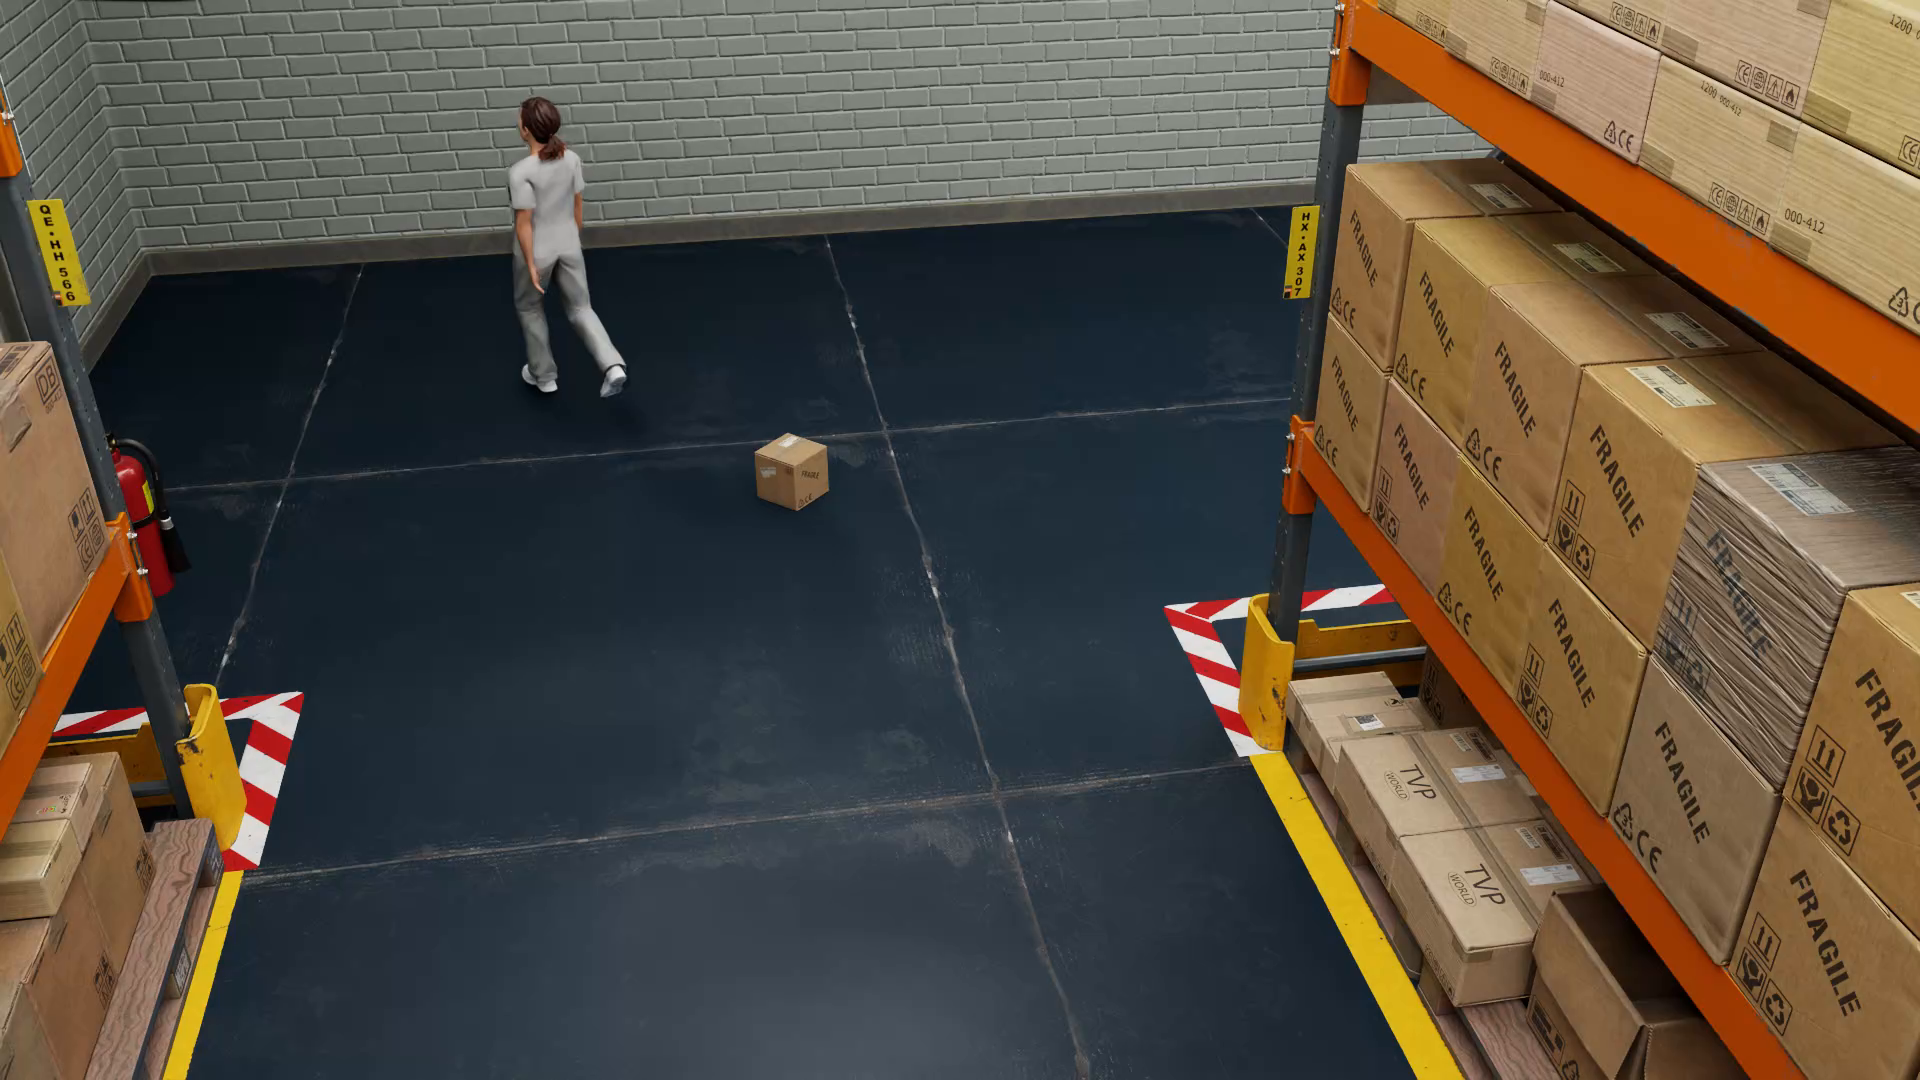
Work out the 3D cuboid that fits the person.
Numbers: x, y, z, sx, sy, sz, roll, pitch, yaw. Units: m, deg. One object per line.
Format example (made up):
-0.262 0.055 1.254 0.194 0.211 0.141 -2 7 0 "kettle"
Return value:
-2.095 -1.469 8.599 0.434 1.618 0.860 -23 38 -33 "person"
